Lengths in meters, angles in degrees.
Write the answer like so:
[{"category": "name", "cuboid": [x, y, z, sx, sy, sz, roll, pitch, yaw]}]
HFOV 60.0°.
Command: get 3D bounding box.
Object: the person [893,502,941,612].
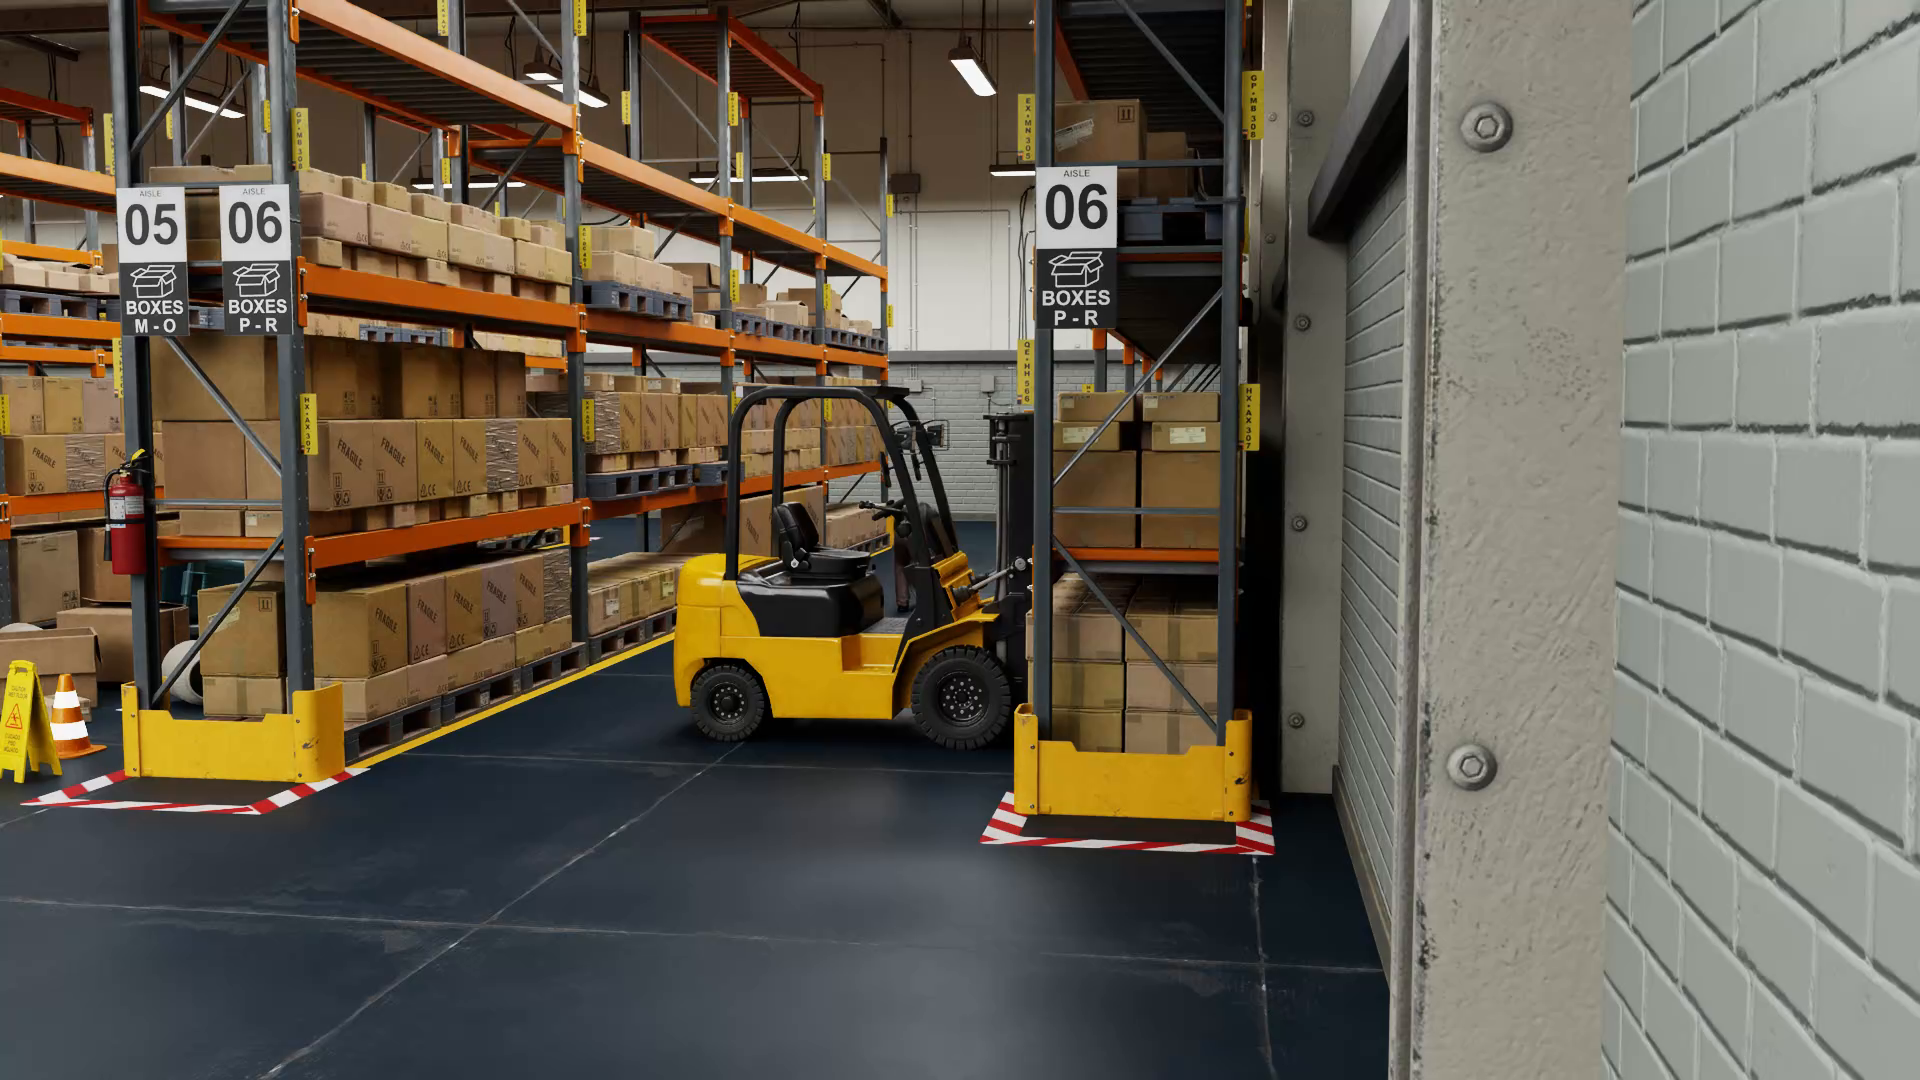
[{"category": "person", "cuboid": [-0.414, 0.151, 16.874, 0.475, 1.100, 0.961, 0, 4, 6]}]
